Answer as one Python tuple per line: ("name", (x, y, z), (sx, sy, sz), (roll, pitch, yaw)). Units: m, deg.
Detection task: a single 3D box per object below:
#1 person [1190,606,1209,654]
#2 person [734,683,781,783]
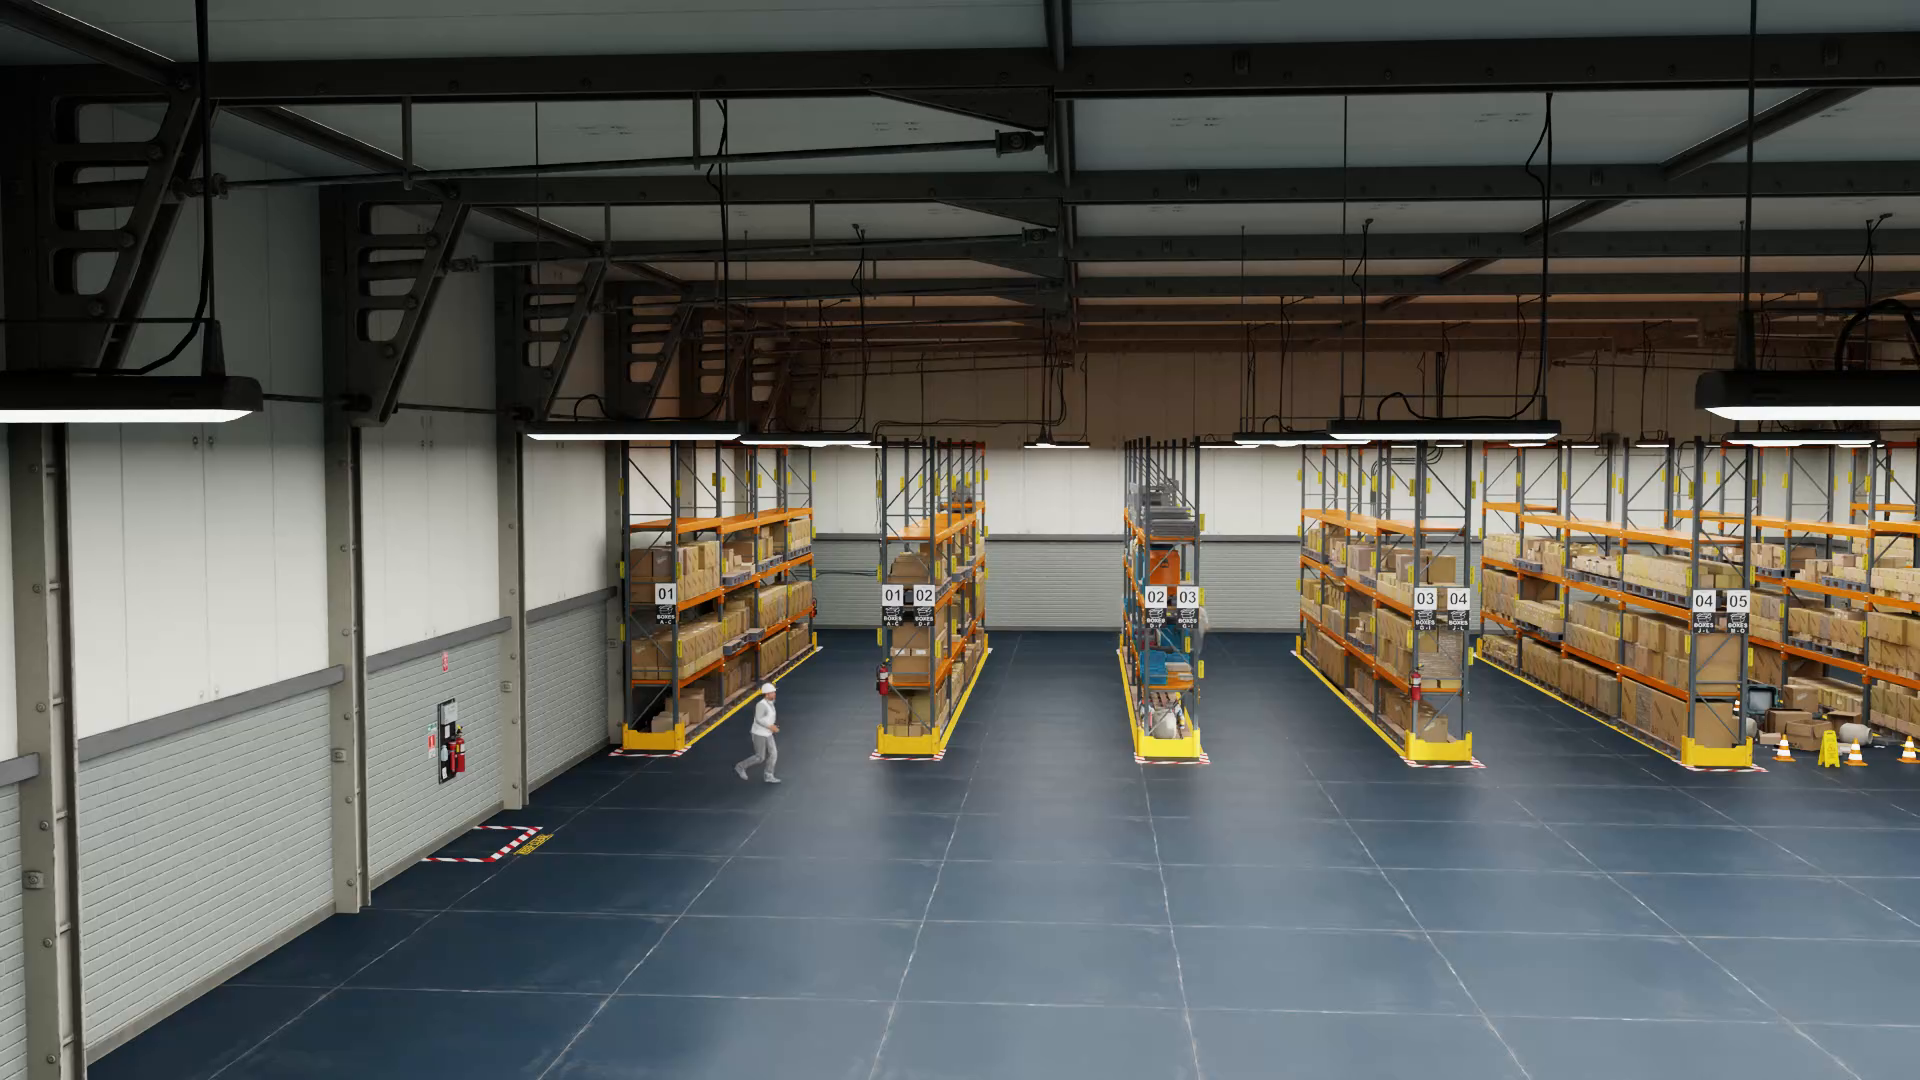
("person", (6.754, 2.442, 47.046), (0.598, 1.529, 0.724), (1, 3, 10))
("person", (-3.462, 3.329, 28.655), (0.793, 1.734, 0.654), (1, 3, 14))
